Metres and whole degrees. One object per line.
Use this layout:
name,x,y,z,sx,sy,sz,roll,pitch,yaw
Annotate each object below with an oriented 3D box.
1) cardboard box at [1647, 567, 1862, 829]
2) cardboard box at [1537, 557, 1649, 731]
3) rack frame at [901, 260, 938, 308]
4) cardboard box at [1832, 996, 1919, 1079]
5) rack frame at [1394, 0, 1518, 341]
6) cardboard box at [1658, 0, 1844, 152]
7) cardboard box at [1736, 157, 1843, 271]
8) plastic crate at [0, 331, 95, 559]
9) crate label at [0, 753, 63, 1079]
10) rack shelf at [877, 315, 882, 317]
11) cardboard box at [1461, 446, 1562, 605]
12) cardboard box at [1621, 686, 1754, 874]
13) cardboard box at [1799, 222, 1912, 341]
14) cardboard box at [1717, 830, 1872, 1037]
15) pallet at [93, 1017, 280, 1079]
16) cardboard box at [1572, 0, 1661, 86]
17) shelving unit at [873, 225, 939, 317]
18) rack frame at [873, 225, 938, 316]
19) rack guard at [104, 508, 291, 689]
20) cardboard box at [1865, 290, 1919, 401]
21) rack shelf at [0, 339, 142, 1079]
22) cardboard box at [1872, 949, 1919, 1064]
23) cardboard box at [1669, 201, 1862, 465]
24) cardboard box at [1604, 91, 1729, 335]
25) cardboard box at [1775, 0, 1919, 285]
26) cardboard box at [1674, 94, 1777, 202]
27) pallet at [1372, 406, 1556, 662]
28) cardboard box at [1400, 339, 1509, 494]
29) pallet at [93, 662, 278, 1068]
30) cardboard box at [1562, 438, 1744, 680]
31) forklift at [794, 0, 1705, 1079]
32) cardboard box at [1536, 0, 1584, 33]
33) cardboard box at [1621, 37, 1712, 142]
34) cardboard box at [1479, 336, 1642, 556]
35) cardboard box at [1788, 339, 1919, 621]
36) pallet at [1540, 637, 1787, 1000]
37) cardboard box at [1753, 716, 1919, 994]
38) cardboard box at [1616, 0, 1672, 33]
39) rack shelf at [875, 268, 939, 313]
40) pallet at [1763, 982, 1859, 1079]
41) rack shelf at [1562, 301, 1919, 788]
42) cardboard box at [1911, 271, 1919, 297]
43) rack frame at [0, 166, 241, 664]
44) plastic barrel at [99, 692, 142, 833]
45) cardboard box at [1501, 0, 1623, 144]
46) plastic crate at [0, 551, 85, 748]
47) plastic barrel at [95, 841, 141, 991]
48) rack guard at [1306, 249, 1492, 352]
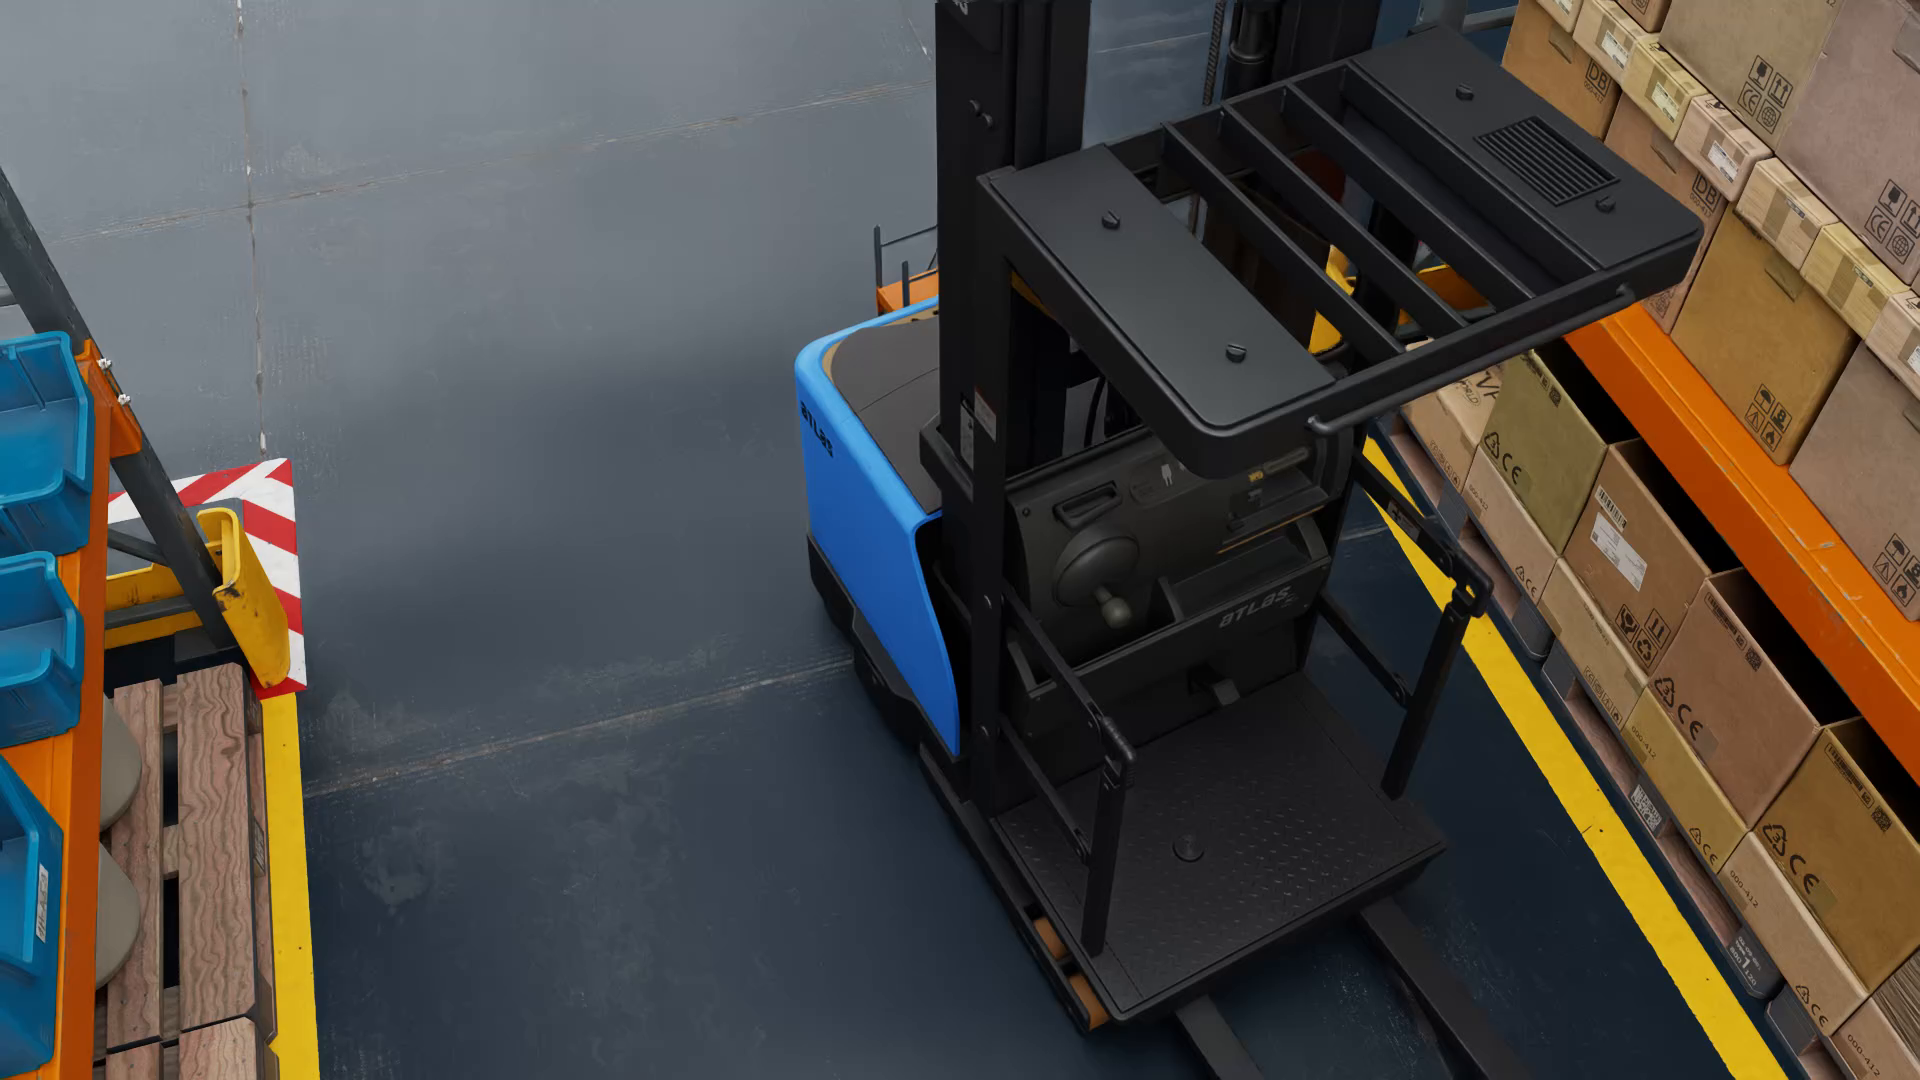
cardboard box,2.286,0.385,4.497,0.500,0.500,0.500,-13,51,-11
cardboard box,2.144,0.260,5.093,0.500,0.250,0.500,-13,51,-11
rack frame,-0.065,-0.469,5.361,0.240,1.200,0.006,-23,54,-18
cardboard box,2.598,1.353,4.171,0.500,0.250,0.500,-13,51,-11
rack frame,1.899,-1.663,5.190,1.000,3.000,0.127,-13,51,-11
cardboard box,2.201,-1.348,4.010,0.700,0.500,0.500,-15,51,-12
cardboard box,2.116,-0.815,3.985,0.380,0.149,0.250,-15,51,-12
plastic crate,-2.400,-0.199,4.054,0.499,0.251,0.616,-13,51,-11
crate label,-2.031,0.726,3.153,0.502,0.435,0.616,-13,51,-11
rack shelf,-0.109,-0.657,5.263,0.258,0.103,0.180,-23,54,-18
cardboard box,1.997,-0.105,5.401,0.500,0.250,0.500,-13,51,-11
cardboard box,2.287,0.626,4.784,0.500,0.250,0.500,-13,51,-11
cardboard box,2.192,-0.628,3.828,0.380,0.149,0.250,-14,51,-11
cardboard box,2.436,0.991,4.476,0.500,0.250,0.500,-13,51,-11
pallet,-2.174,1.882,4.025,1.003,0.211,1.213,-13,51,-11
cardboard box,1.890,-1.376,4.459,0.380,0.149,0.250,-15,51,-12
shelving unit,-0.109,-0.531,5.413,0.258,1.200,0.189,-23,54,-18
rack frame,-0.153,-0.592,5.464,0.240,1.200,0.006,-23,54,-18
rack guard,-2.766,0.305,5.166,1.175,0.500,0.348,-13,51,-11
cardboard box,2.263,-0.446,3.674,0.380,0.149,0.250,-13,51,-11
rack shelf,-2.242,1.147,3.291,1.077,0.370,4.000,-13,51,-11
cardboard box,2.599,1.111,3.885,0.500,0.500,0.500,-13,51,-11
cardboard box,2.326,-0.604,4.232,0.700,0.500,0.500,-13,51,-11
cardboard box,2.185,-0.968,4.539,0.700,0.500,0.500,-12,51,-10
cardboard box,2.351,-0.980,3.700,0.700,0.500,0.500,-13,51,-11
cardboard box,2.035,-1.009,4.149,0.380,0.149,0.250,-14,51,-12
pallet,2.165,-0.215,5.793,1.003,0.211,1.213,-13,51,-11
cardboard box,1.845,-0.470,5.708,0.500,0.250,0.500,-13,51,-11
pallet,-2.531,0.993,4.775,1.003,0.211,1.213,-13,51,-11
cardboard box,2.155,0.016,4.808,0.500,0.500,0.500,-13,51,-11
forklift,0.651,0.001,3.833,1.130,2.935,3.031,-23,54,-18
cardboard box,1.809,-1.569,4.621,0.380,0.149,0.250,-14,51,-11
cardboard box,1.963,-1.194,4.305,0.380,0.149,0.250,-13,51,-11
cardboard box,1.995,-0.347,5.114,0.500,0.500,0.500,-13,51,-11
cardboard box,2.485,-0.221,3.909,0.700,0.500,0.500,-12,51,-10
pallet,2.522,0.675,5.043,1.003,0.211,1.213,-13,51,-11
cardboard box,2.448,0.747,4.192,0.500,0.500,0.500,-13,51,-11
cardboard box,2.041,-1.730,4.333,0.700,0.500,0.500,-13,51,-11
rack shelf,-0.109,-0.734,5.171,0.258,0.103,0.180,-23,54,-18
pallet,2.887,1.567,4.291,1.003,0.211,1.213,-13,51,-11
rack shelf,2.491,0.030,4.233,1.077,0.370,4.000,-13,51,-11
cardboard box,2.499,-0.614,3.392,0.700,0.500,0.500,-13,51,-11
rack frame,-2.834,-0.545,4.248,1.000,3.000,0.127,-13,51,-11
plastic barrel,-2.566,0.585,4.648,0.421,0.512,0.421,0,50,0
cardboard box,2.025,-1.351,4.862,0.700,0.500,0.500,-13,51,-11
plastic crate,-2.213,0.276,3.653,0.499,0.251,0.408,-13,51,-11
plastic barrel,-2.418,0.951,4.339,0.421,0.512,0.421,0,50,0
rack guard,1.892,-0.874,6.160,1.175,0.500,0.348,-13,51,-11
